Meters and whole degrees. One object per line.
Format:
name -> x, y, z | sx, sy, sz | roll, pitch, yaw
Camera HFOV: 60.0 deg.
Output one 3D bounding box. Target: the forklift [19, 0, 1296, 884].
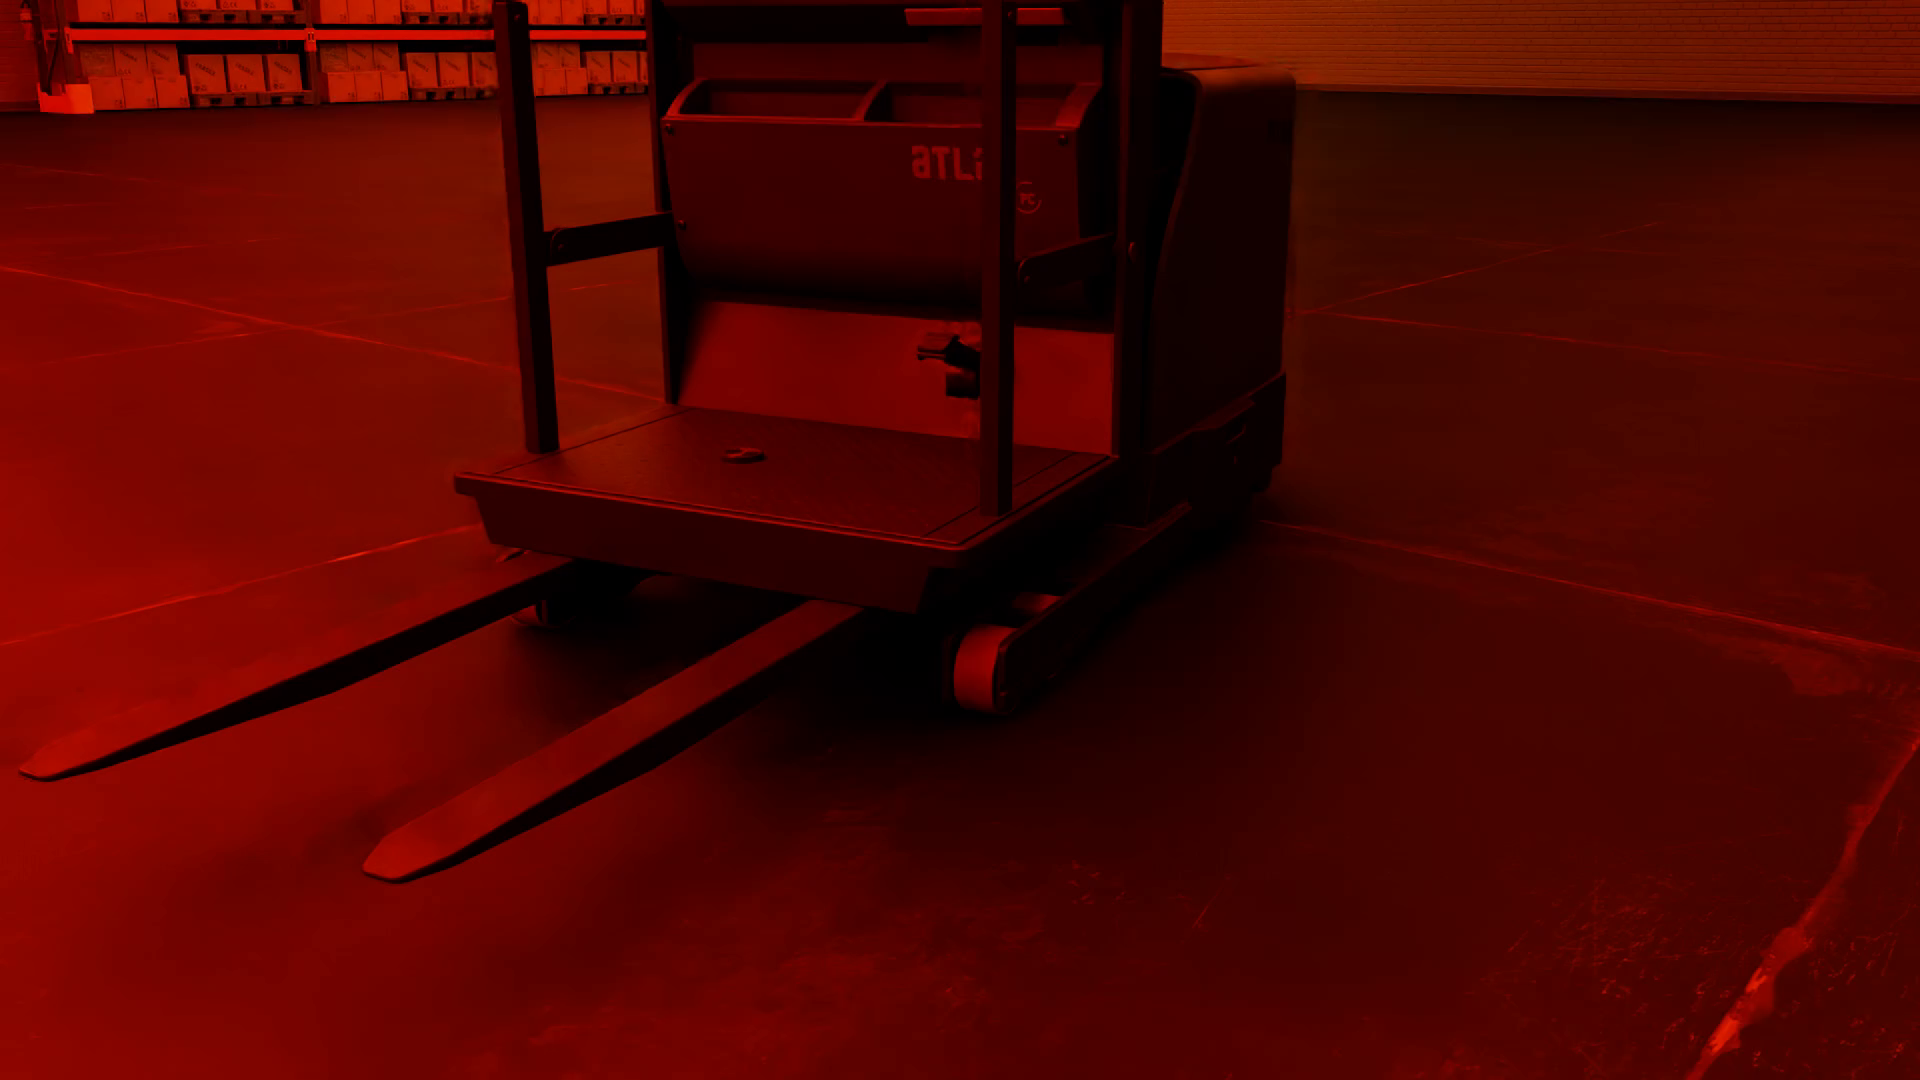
forklift -> -0.263, -1.237, 2.973 | 1.130, 2.935, 3.031 | 8, 19, 25
